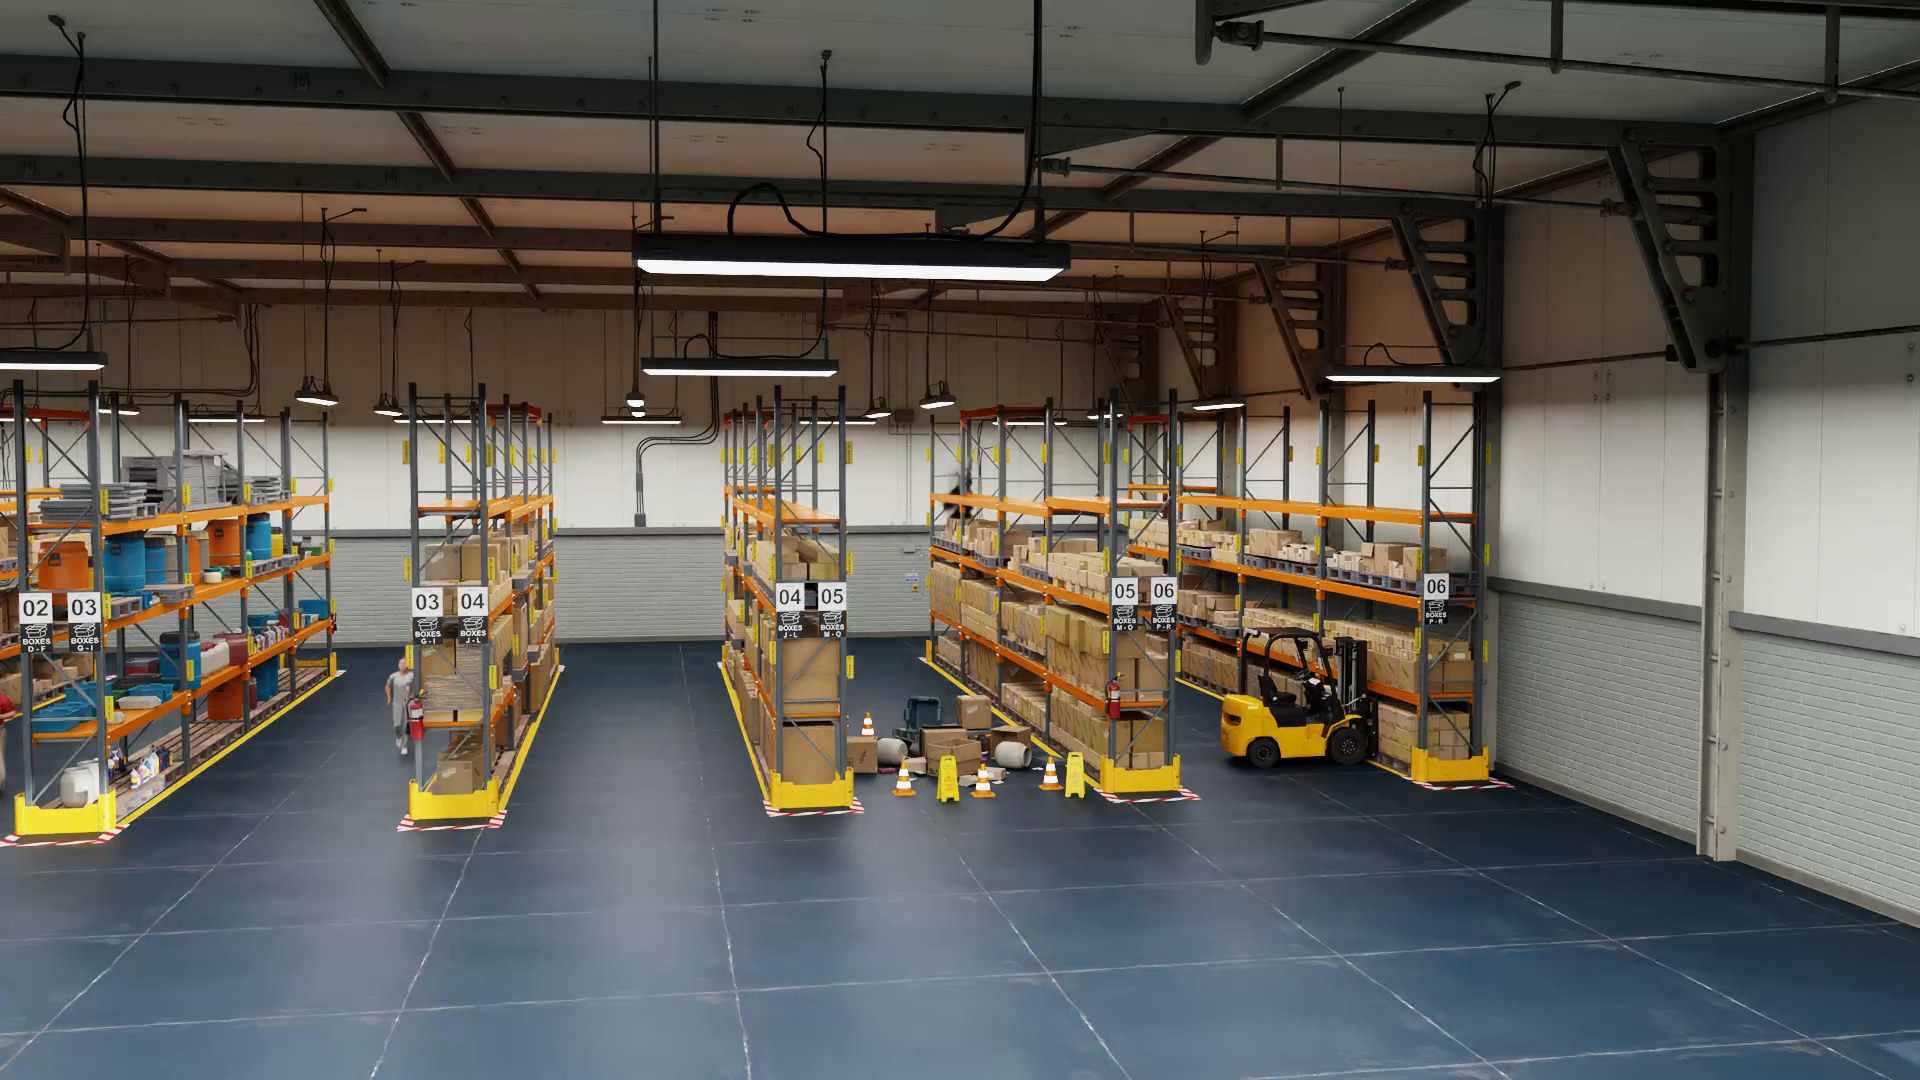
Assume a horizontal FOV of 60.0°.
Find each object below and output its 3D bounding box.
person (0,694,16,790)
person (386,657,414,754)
[{"bbox_3d":[-14.175,2.910,24.371,0.636,1.778,0.865,-1,3,-15],"label":"person"},{"bbox_3d":[-9.339,2.775,27.875,0.557,1.629,0.553,-1,3,-16],"label":"person"}]
